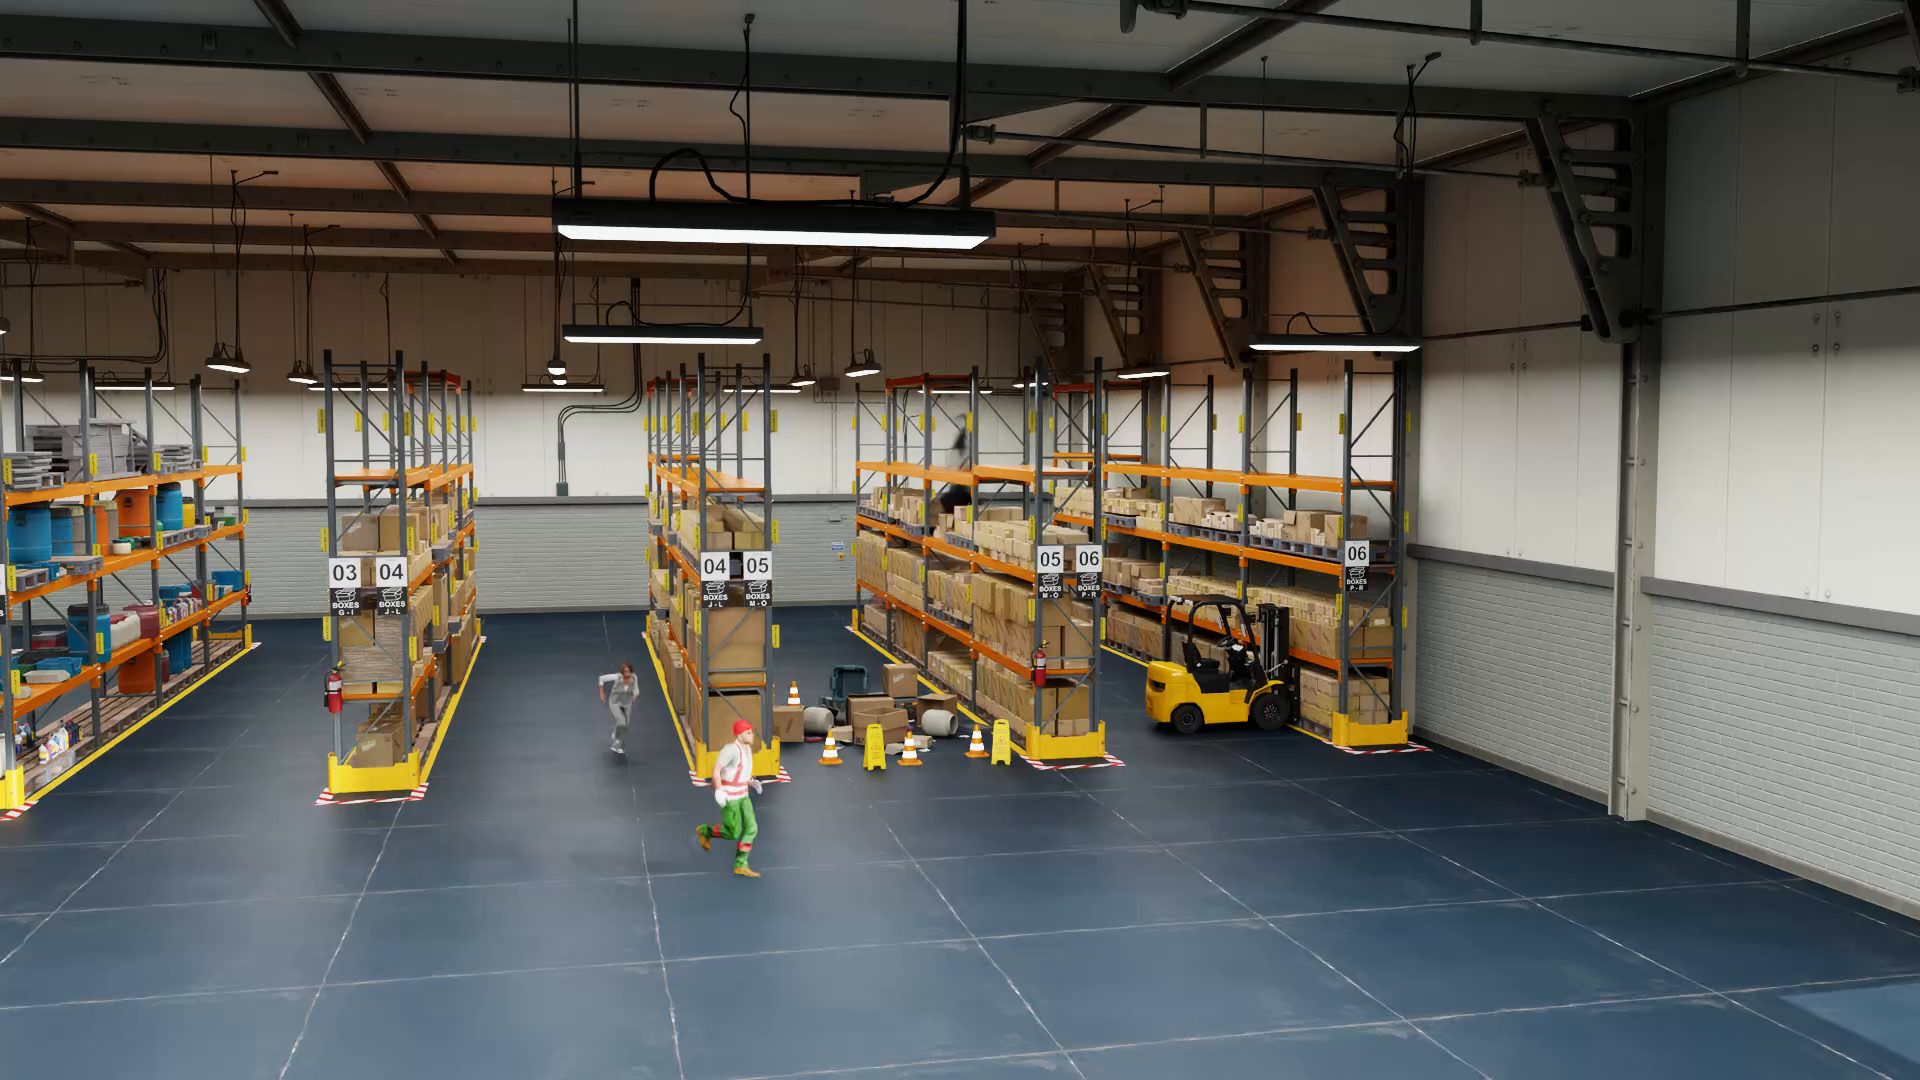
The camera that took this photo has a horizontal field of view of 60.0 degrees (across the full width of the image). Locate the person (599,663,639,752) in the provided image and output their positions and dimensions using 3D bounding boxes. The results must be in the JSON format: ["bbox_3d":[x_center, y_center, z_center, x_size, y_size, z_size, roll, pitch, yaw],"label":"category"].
[{"bbox_3d":[-5.145,2.539,25.102,0.566,1.431,0.831,-2,5,-31],"label":"person"}]

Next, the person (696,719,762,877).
[{"bbox_3d":[-2.580,2.865,18.557,0.778,1.752,0.683,2,4,24],"label":"person"}]

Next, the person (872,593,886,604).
[{"bbox_3d":[-2.013,1.170,43.385,0.619,1.626,0.573,-3,5,-35],"label":"person"}]
